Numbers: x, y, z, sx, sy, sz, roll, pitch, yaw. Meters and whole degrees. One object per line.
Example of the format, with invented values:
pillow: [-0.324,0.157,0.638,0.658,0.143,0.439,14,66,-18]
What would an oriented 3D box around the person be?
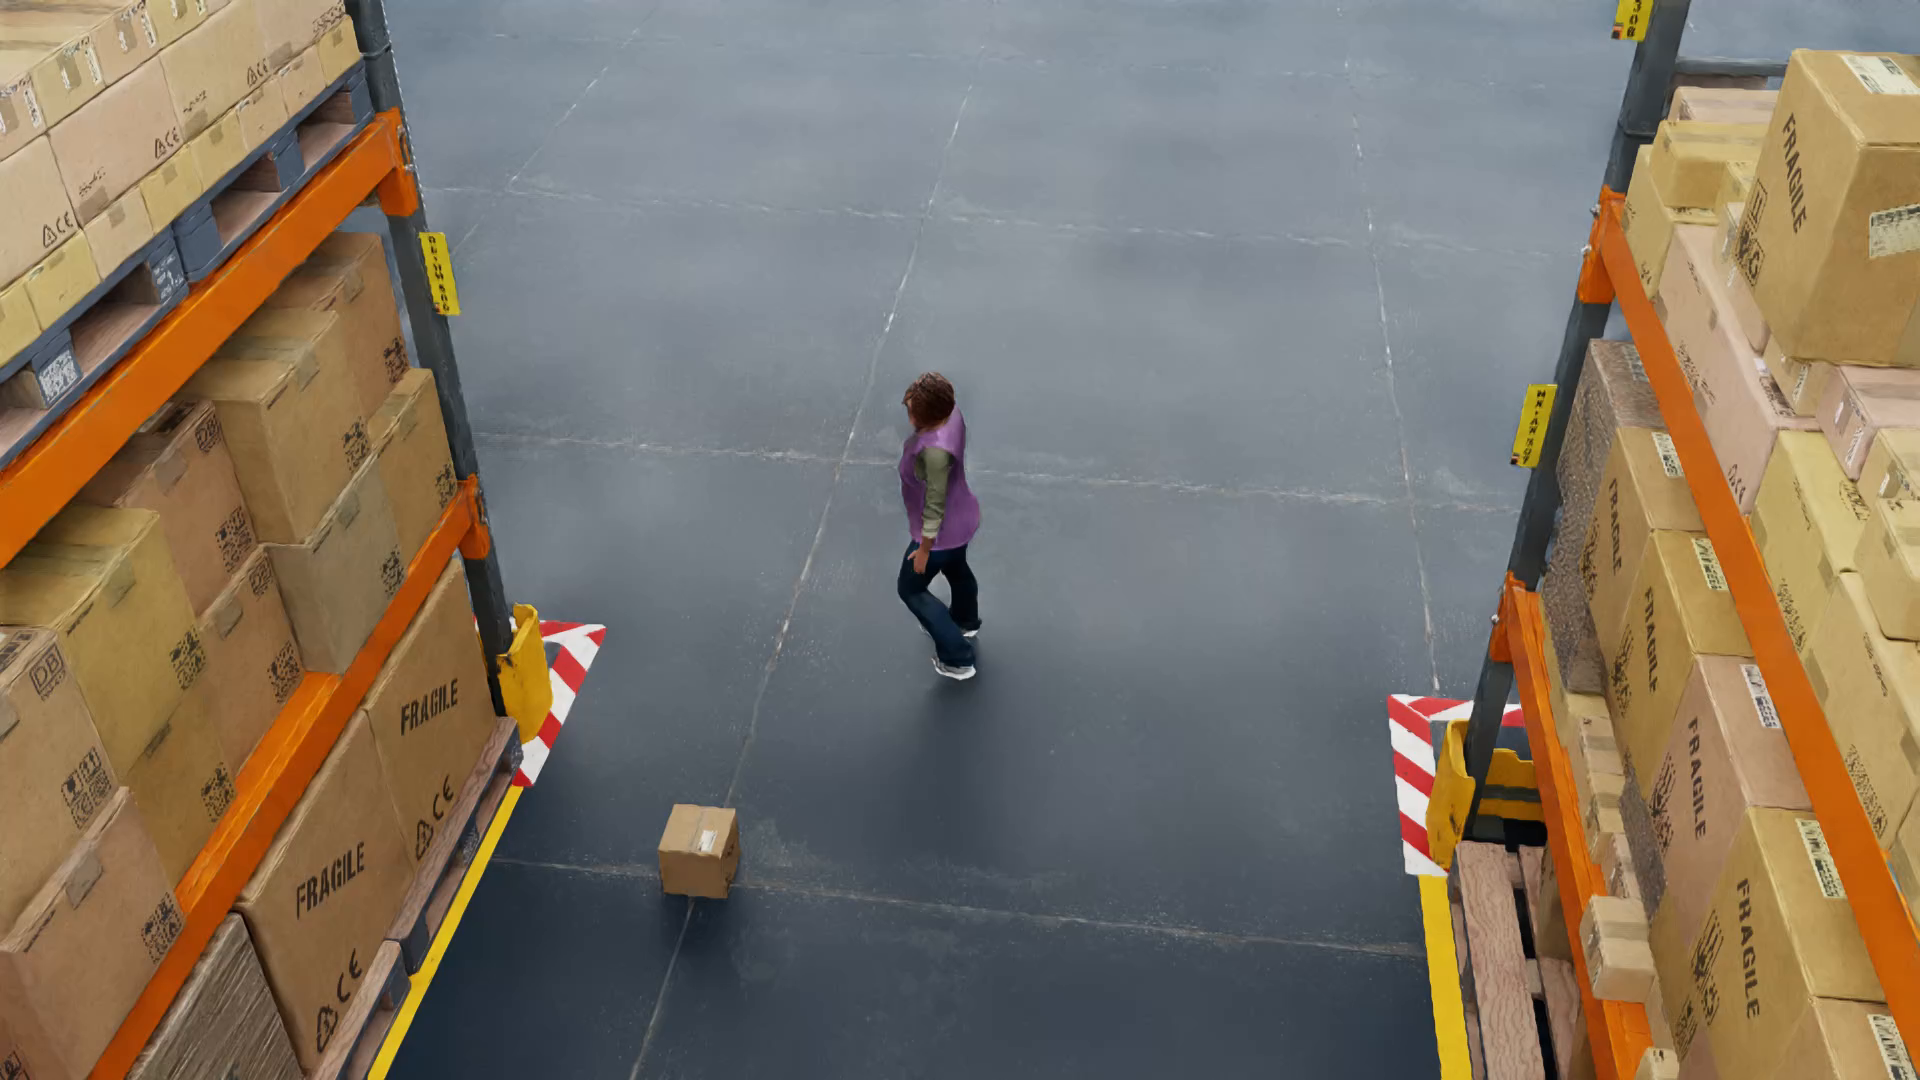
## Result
person: [-0.067,-0.068,7.154,0.372,1.569,0.526,9,38,12]
